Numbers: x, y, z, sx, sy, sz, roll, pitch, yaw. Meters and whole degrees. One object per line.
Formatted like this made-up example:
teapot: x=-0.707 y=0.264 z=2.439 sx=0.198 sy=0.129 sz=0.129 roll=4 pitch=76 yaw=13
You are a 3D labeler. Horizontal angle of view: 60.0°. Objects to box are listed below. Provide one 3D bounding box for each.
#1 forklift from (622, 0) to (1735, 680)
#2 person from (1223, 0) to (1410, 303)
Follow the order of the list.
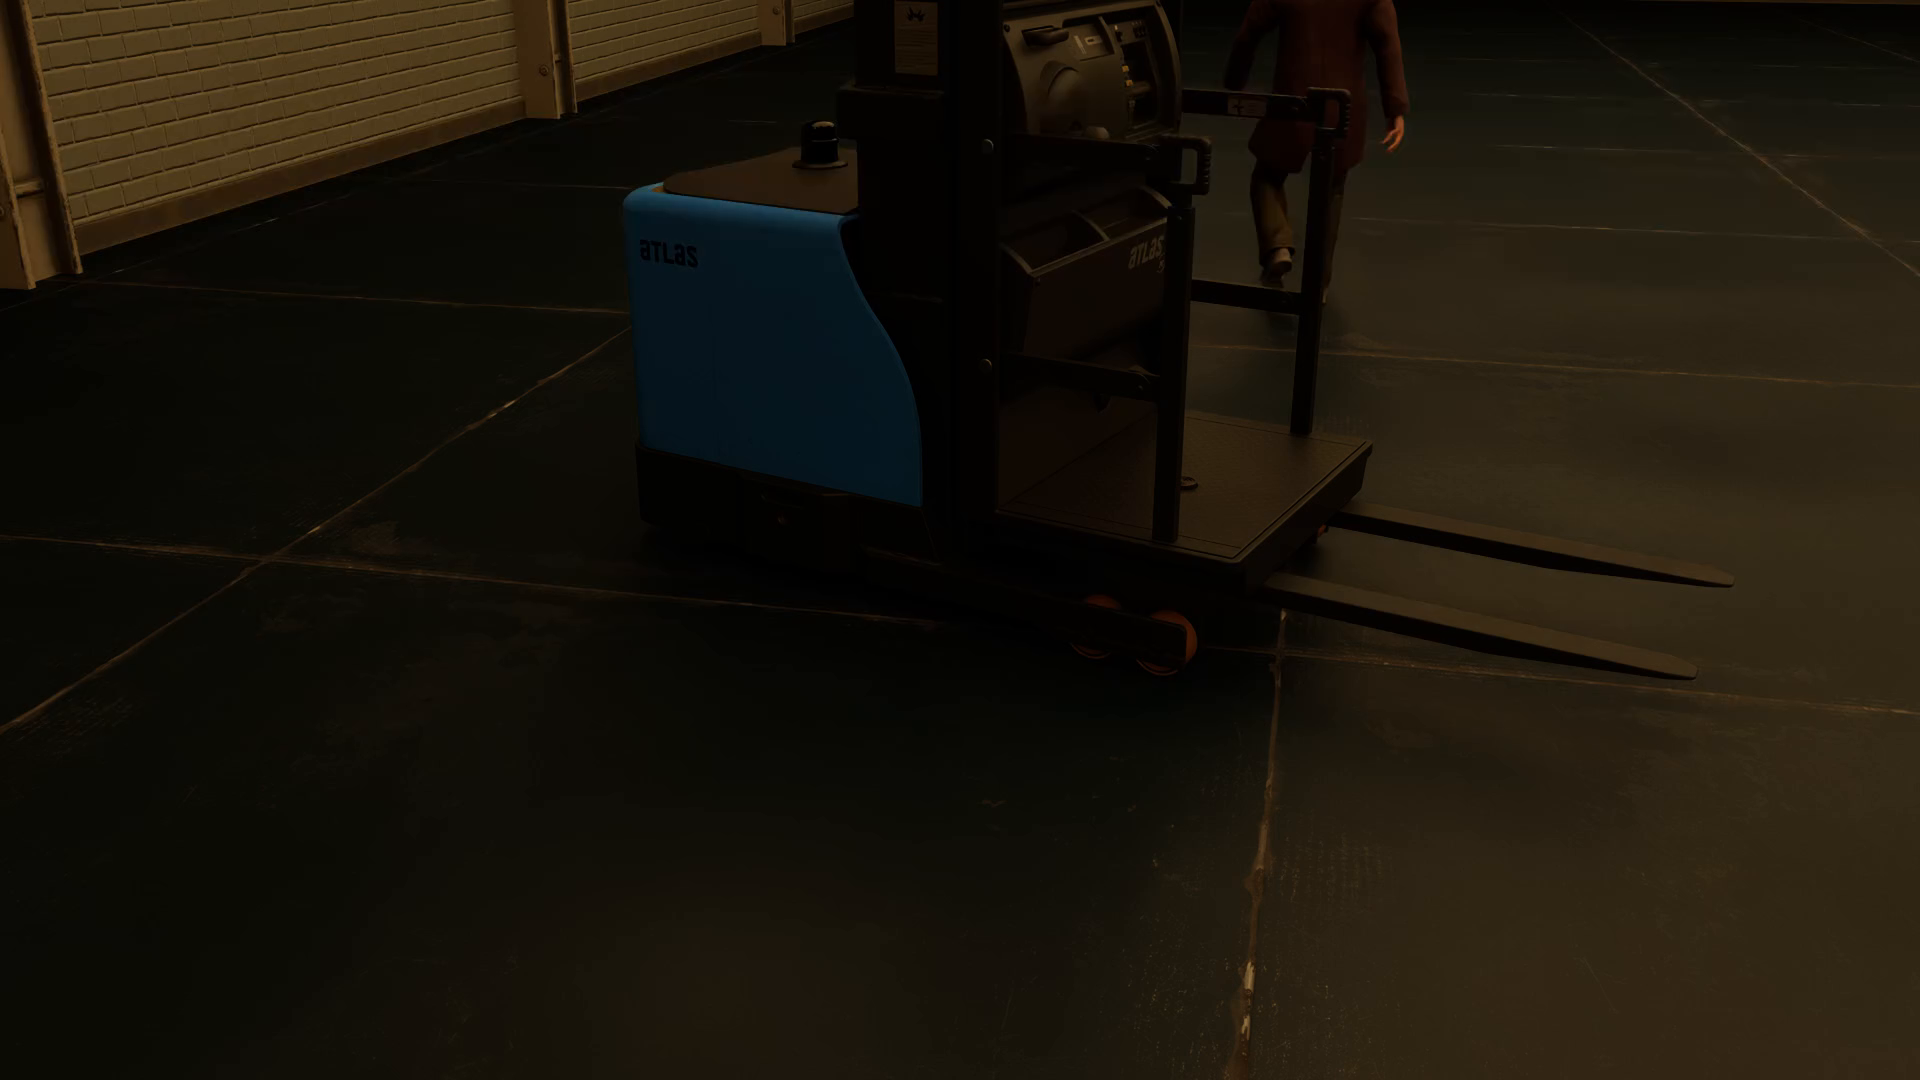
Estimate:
forklift: x=0.541 y=-1.236 z=4.297 sx=3.031 sy=2.935 sz=1.130 roll=13 pitch=25 yaw=28
person: x=1.615 y=-1.946 z=7.596 sx=0.826 sy=1.760 sz=0.598 roll=3 pitch=22 yaw=6
